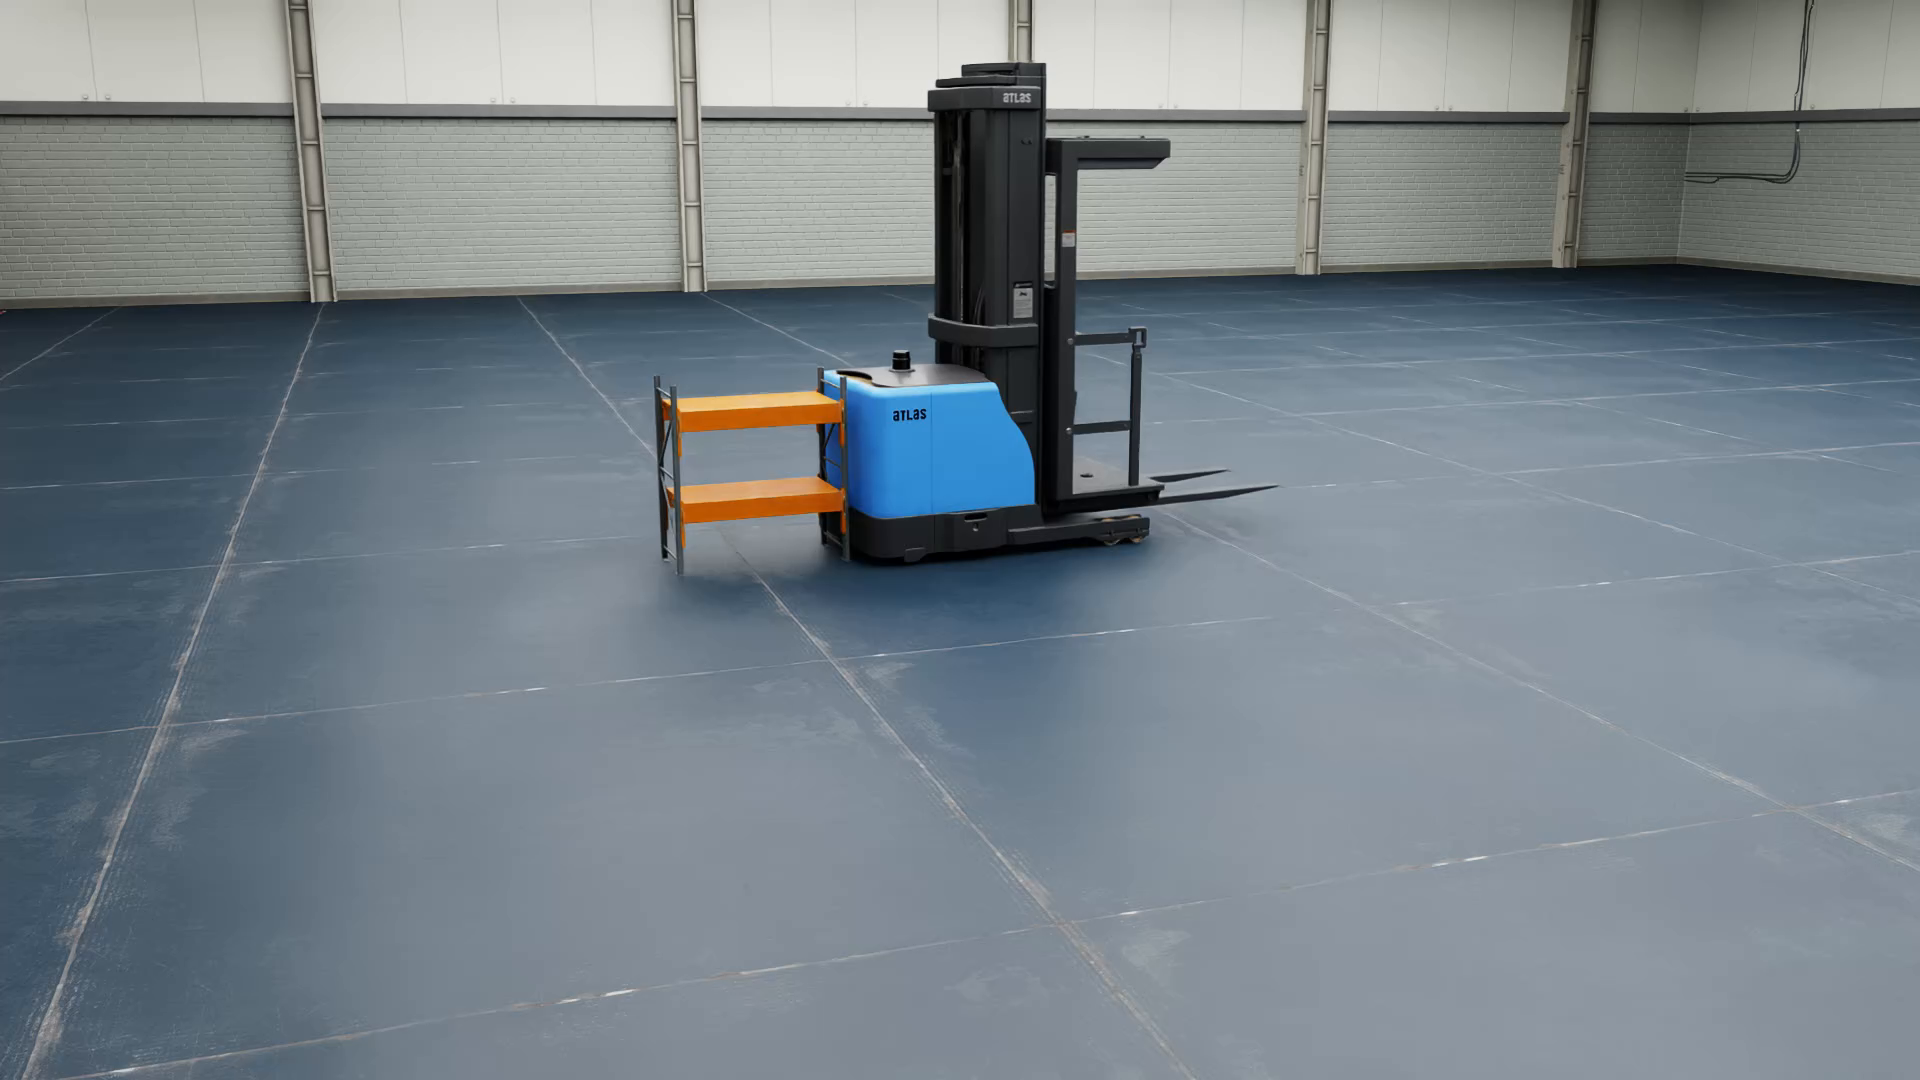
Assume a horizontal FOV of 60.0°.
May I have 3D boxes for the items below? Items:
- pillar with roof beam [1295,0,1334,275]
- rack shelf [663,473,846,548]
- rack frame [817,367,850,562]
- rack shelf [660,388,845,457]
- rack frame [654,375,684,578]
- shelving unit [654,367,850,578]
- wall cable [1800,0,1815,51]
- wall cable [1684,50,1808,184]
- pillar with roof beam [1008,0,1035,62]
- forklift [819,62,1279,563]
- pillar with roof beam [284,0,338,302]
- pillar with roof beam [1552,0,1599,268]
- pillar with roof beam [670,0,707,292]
[{"bbox_3d":[8.155,-8.626,27.462,0.400,9.000,9.100,-4,14,-18],"label":"pillar with roof beam"},{"bbox_3d":[-1.248,-0.188,10.061,1.000,0.278,0.538,-5,14,-21],"label":"rack shelf"},{"bbox_3d":[-0.776,-0.470,10.187,0.032,1.125,0.500,-5,14,-21],"label":"rack frame"},{"bbox_3d":[-1.248,-0.711,9.936,1.000,0.278,0.538,-5,14,-21],"label":"rack shelf"},{"bbox_3d":[-1.720,-0.383,9.821,0.032,1.125,0.500,-5,14,-21],"label":"rack frame"},{"bbox_3d":[-1.248,-0.426,10.004,1.048,1.125,0.538,-5,14,-21],"label":"shelving unit"},{"bbox_3d":[16.546,-10.294,30.269,0.112,2.526,3.097,-4,14,-18],"label":"wall cable"},{"bbox_3d":[15.683,-8.430,33.348,0.112,2.526,3.097,-4,14,-18],"label":"wall cable"},{"bbox_3d":[2.469,-8.183,25.601,0.400,9.000,9.100,-4,14,-18],"label":"pillar with roof beam"},{"bbox_3d":[0.649,-1.499,10.612,3.031,2.935,1.130,-6,15,-25],"label":"forklift"},{"bbox_3d":[-8.905,-7.298,21.877,0.400,9.000,9.100,-4,14,-18],"label":"pillar with roof beam"},{"bbox_3d":[13.842,-9.069,29.324,0.400,9.000,9.100,-4,14,-18],"label":"pillar with roof beam"},{"bbox_3d":[-3.218,-7.741,23.739,0.400,9.000,9.100,-4,14,-18],"label":"pillar with roof beam"}]
